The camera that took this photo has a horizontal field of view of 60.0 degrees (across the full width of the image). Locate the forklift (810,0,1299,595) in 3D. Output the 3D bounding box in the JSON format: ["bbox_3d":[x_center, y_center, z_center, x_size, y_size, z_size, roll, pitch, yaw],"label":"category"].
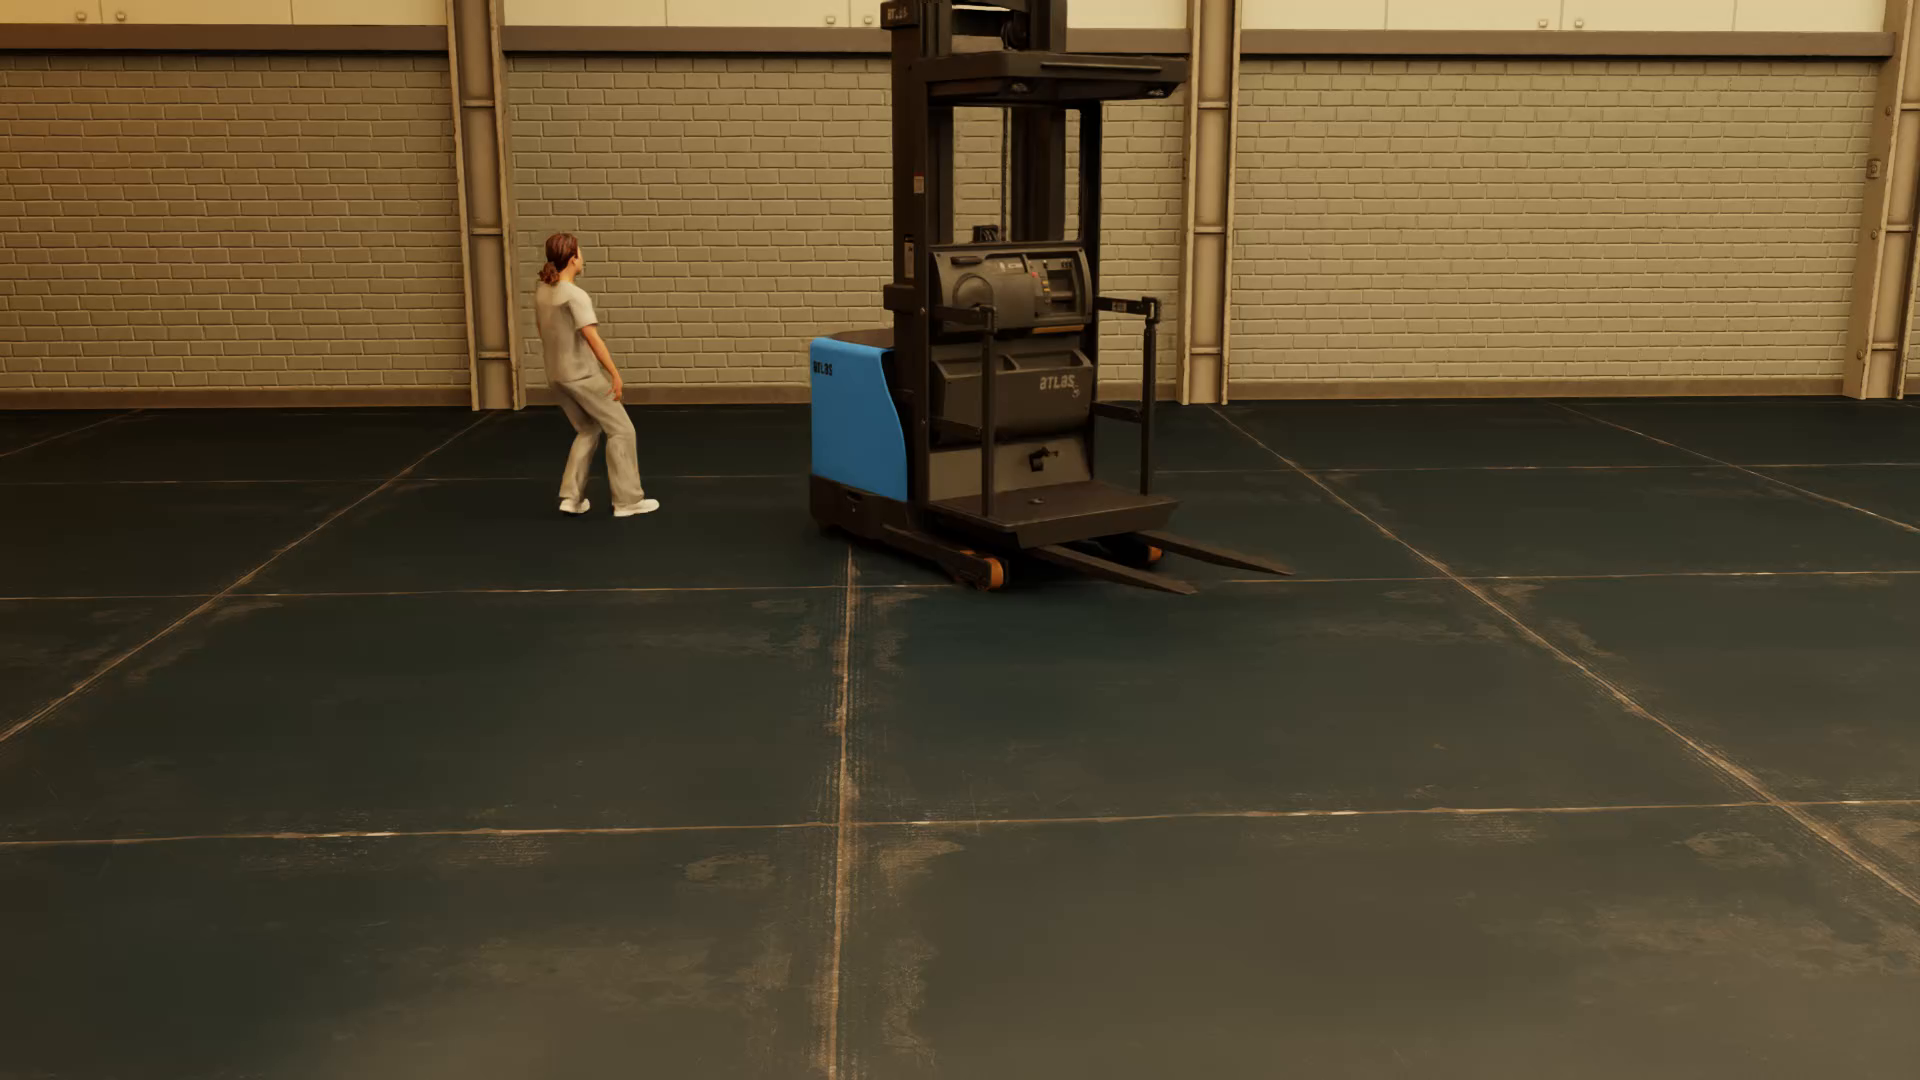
[{"bbox_3d":[0.394,-1.300,8.205,1.130,2.935,3.031,-8,15,-33],"label":"forklift"}]

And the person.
[{"bbox_3d":[-2.127,-0.951,9.636,0.613,1.635,0.600,-12,17,-43],"label":"person"}]
